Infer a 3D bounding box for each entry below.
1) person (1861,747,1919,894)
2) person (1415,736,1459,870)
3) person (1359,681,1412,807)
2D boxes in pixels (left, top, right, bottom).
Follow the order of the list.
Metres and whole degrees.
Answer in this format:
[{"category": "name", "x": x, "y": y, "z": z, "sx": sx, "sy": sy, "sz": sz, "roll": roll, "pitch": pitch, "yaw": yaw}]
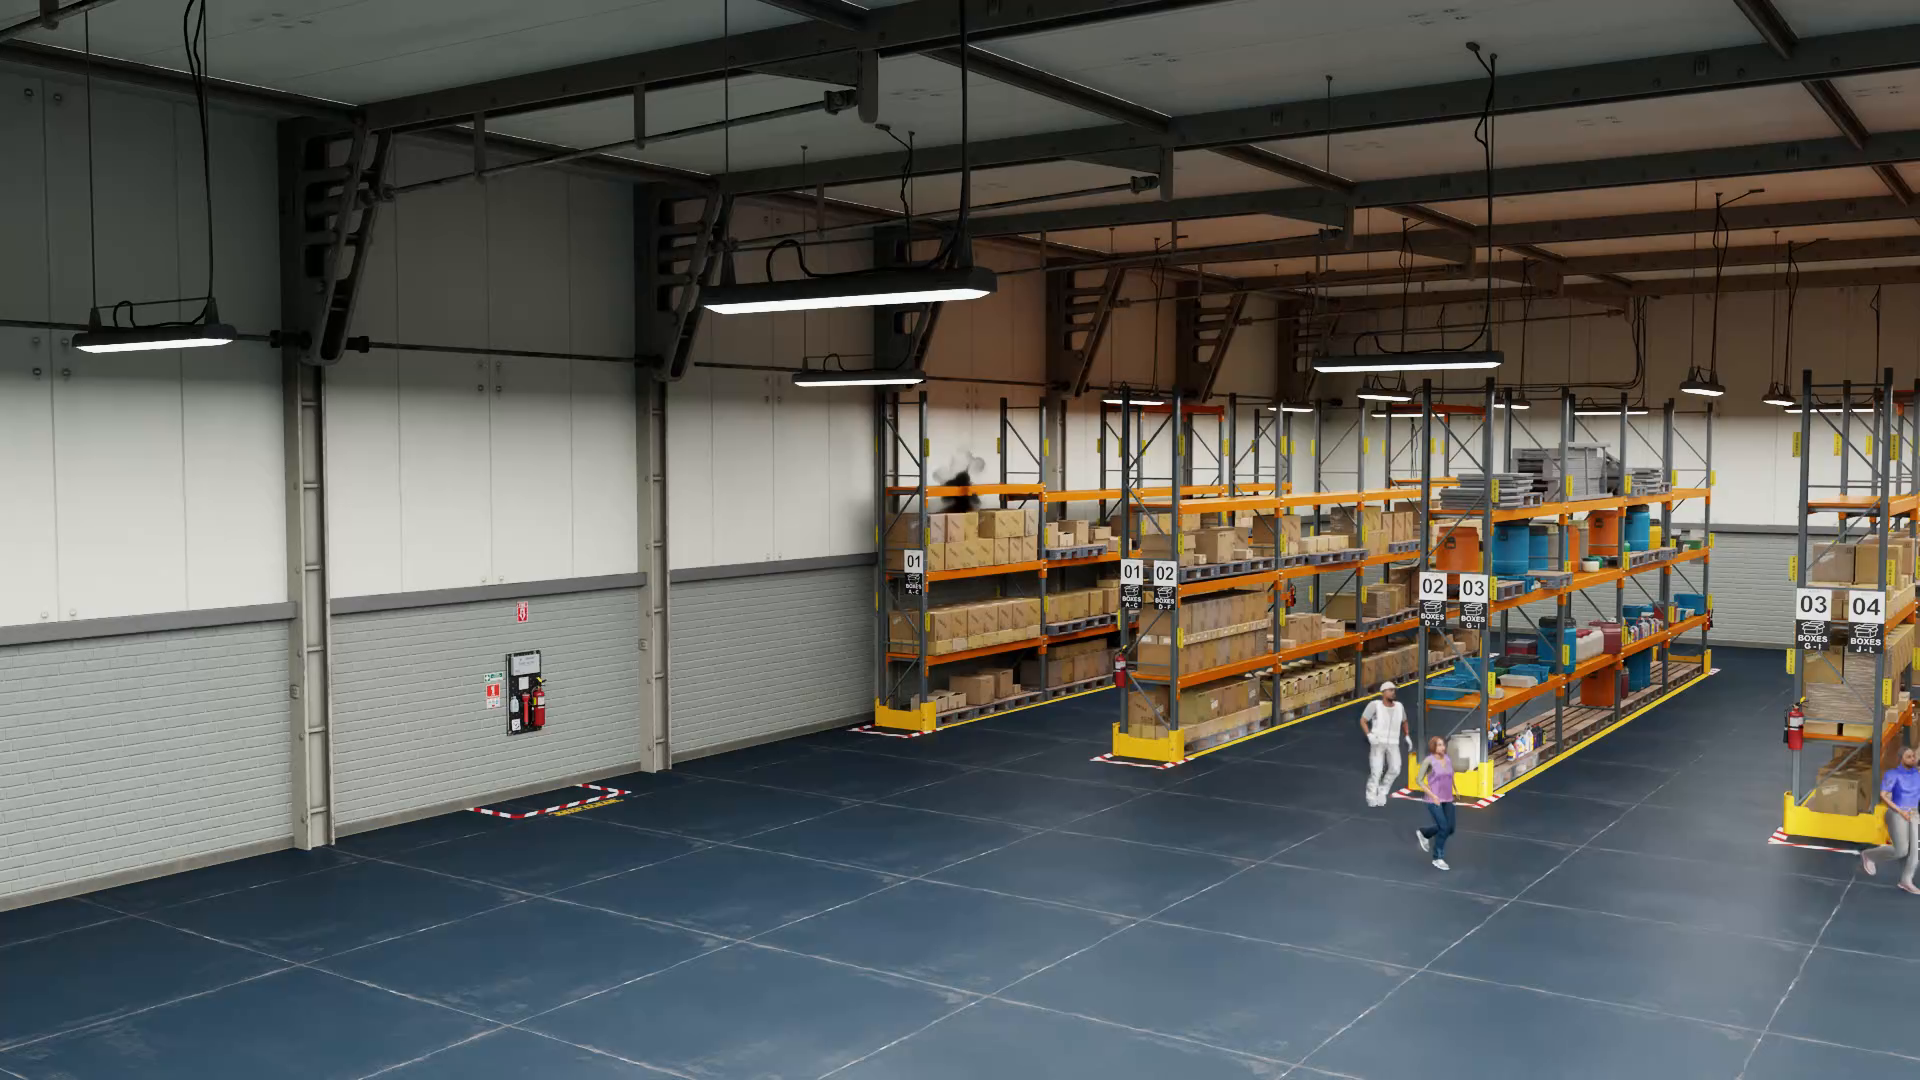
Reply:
[{"category": "person", "x": 10.697, "y": 3.204, "z": 18.926, "sx": 0.582, "sy": 1.542, "sz": 0.657, "roll": -1, "pitch": 3, "yaw": -18}, {"category": "person", "x": 5.691, "y": 3.125, "z": 19.944, "sx": 0.540, "sy": 1.573, "sz": 0.557, "roll": -2, "pitch": 4, "yaw": -26}, {"category": "person", "x": 5.970, "y": 2.848, "z": 23.198, "sx": 0.713, "sy": 1.728, "sz": 0.574, "roll": 0, "pitch": 3, "yaw": -4}]
